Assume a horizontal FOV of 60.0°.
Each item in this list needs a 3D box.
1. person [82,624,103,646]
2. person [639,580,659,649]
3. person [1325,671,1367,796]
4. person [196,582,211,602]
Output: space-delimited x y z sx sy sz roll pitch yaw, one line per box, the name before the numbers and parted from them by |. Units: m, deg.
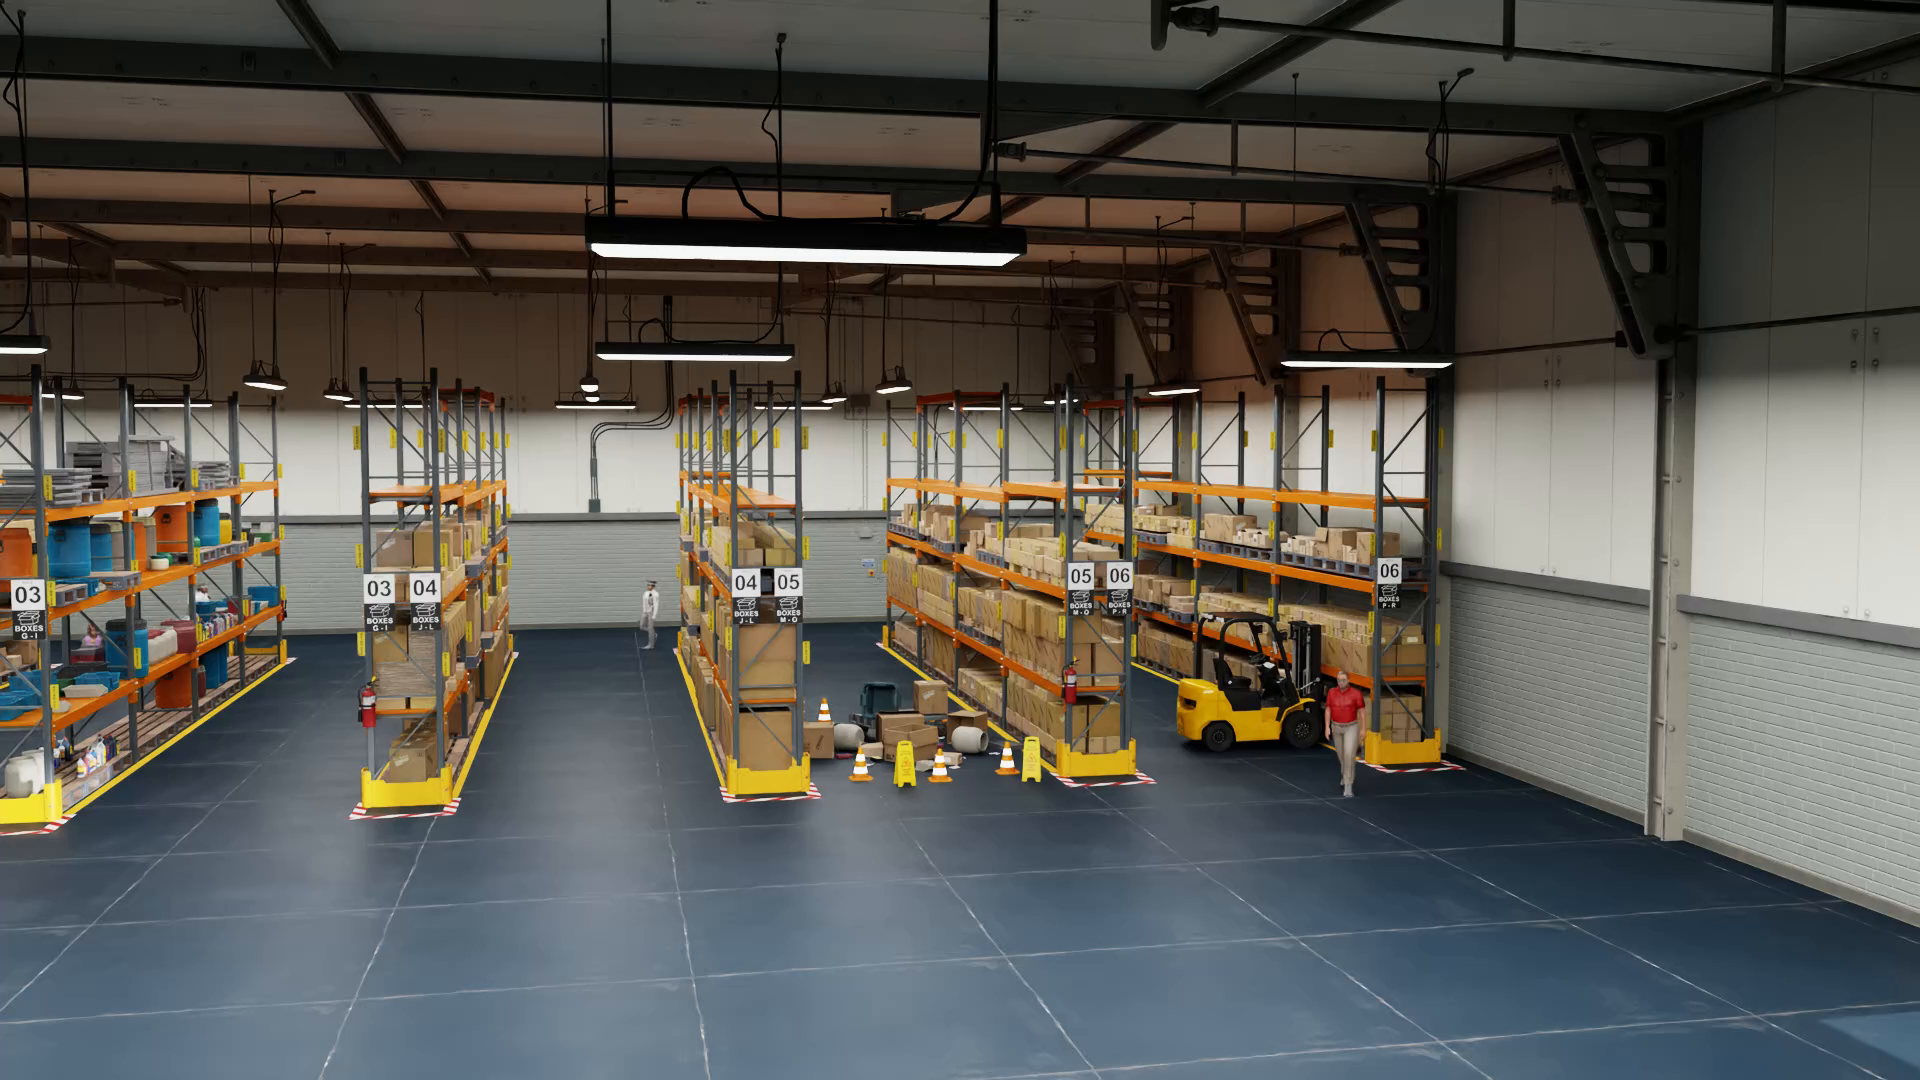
person | -16.426 2.355 31.519 0.403 1.520 0.964 -1 4 -23
person | -7.434 1.776 39.985 0.496 1.669 0.521 3 4 39
person | 5.505 2.727 23.814 0.579 1.706 0.863 3 4 38
person | -18.109 1.807 39.761 1.029 1.616 0.433 0 3 -4
